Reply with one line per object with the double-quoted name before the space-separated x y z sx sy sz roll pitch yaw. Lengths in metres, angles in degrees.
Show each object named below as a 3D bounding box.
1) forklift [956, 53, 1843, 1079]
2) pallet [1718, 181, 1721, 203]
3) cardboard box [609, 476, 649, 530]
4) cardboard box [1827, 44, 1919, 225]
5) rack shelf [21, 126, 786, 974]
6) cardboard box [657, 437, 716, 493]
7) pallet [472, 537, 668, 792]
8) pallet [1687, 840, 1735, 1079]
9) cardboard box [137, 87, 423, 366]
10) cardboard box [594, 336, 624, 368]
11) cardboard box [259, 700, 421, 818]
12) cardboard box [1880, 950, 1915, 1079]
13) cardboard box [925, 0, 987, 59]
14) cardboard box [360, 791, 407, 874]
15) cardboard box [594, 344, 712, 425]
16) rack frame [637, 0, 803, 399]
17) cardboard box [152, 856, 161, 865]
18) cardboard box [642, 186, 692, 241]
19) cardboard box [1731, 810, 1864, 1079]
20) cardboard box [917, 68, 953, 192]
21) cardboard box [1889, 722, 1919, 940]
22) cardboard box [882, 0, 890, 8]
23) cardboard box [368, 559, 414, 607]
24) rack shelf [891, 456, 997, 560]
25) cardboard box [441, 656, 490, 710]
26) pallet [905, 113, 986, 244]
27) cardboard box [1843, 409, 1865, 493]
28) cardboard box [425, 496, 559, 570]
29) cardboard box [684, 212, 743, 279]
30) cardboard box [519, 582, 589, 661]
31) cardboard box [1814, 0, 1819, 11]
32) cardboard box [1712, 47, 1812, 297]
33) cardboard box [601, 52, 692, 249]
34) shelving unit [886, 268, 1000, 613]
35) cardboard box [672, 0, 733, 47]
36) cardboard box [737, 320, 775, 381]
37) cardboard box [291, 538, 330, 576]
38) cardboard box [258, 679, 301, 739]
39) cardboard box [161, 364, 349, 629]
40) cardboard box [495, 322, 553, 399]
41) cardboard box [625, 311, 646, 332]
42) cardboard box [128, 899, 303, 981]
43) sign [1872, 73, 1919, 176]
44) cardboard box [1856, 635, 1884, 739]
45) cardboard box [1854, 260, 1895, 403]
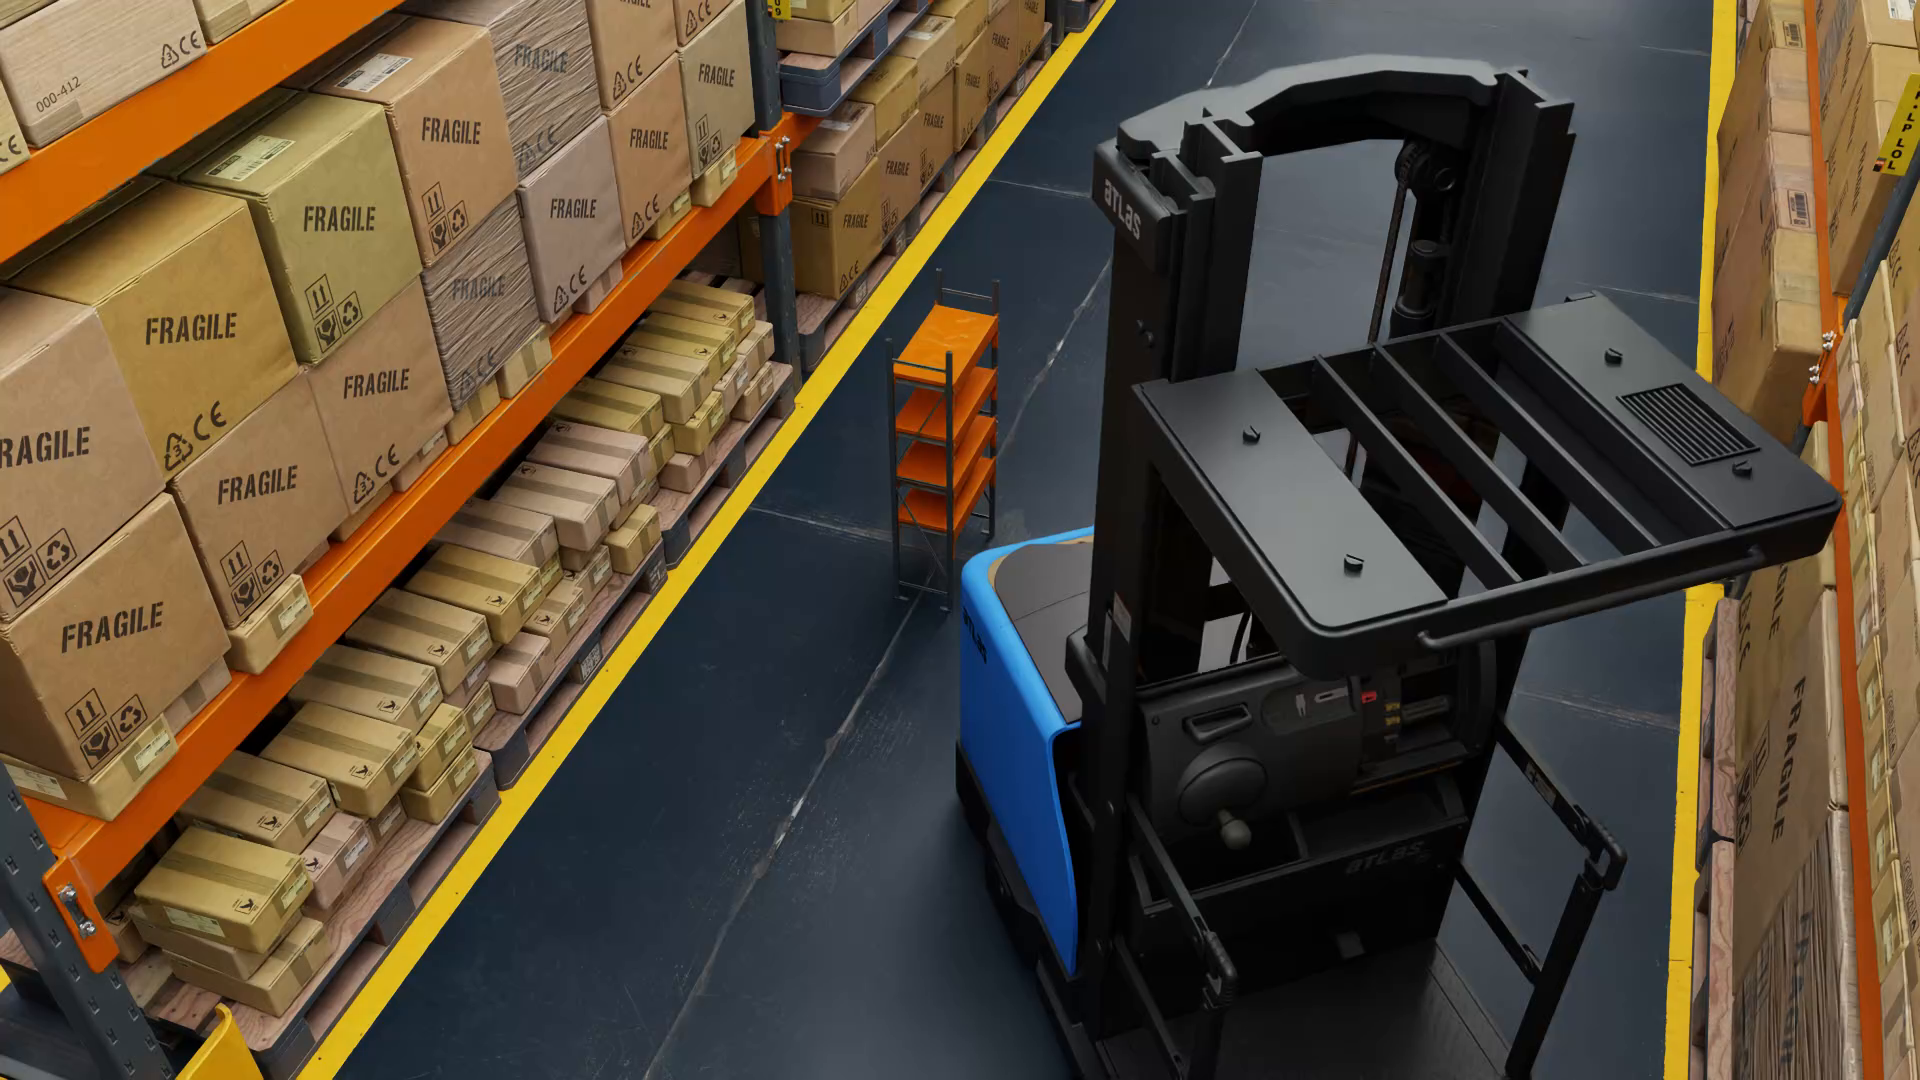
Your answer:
"forklift" 0.947 0.549 3.848 1.130 2.935 3.031 -13 42 -14
"pallet" 4.448 -1.660 8.533 1.003 0.211 1.213 13 42 15
"cardboard box" -1.417 -0.207 6.326 0.380 0.149 0.250 14 43 16
"cardboard box" 3.500 -1.430 6.037 0.500 0.500 0.500 15 43 16
"rack shelf" -1.889 -0.414 5.479 1.077 0.370 4.000 13 42 15
"cardboard box" -1.217 -0.353 6.725 0.380 0.149 0.250 12 42 14
"pallet" -1.817 0.317 6.216 1.003 0.211 1.213 13 42 15
"pallet" 2.672 1.508 4.819 1.003 0.211 1.213 13 42 15
"cardboard box" -1.805 -0.836 4.342 0.500 0.500 0.500 12 42 14
"cardboard box" -1.632 -0.772 6.987 0.380 0.149 0.250 14 42 15
"cardboard box" -1.887 0.666 5.073 0.380 0.149 0.250 13 42 15
"cardboard box" 2.126 1.035 3.419 0.380 0.149 0.250 14 42 16
"cardboard box" -0.176 -2.749 8.686 0.500 0.250 0.500 14 42 16
"cardboard box" -2.002 0.877 5.284 0.380 0.149 0.250 14 42 16
"cardboard box" -1.211 -0.617 6.576 0.380 0.149 0.250 13 42 15
"rack frame" -1.205 -1.908 6.675 1.000 3.000 0.127 13 42 15
"cardboard box" -2.597 0.910 5.245 0.380 0.149 0.250 15 43 16
"cardboard box" -1.216 -1.255 6.104 0.380 0.149 0.250 15 43 17
"cardboard box" 2.508 1.380 4.135 0.875 0.875 0.875 13 42 15
"cardboard box" -0.358 -2.154 8.566 0.500 0.500 0.500 14 42 16
"cardboard box" 2.317 0.664 3.547 0.500 0.250 0.500 12 42 14
"cardboard box" -0.460 -2.432 7.160 0.380 0.149 0.250 14 42 15
"cardboard box" -2.139 0.068 5.774 0.380 0.149 0.250 12 42 14
"rack shelf" -0.057 -0.153 6.415 0.258 0.148 0.480 13 42 15
"cardboard box" -1.815 0.442 5.565 0.380 0.149 0.250 11 42 13
"pallet" -0.525 -2.069 9.012 1.003 0.211 1.213 13 42 15
"cardboard box" 2.828 -0.222 4.893 0.380 0.149 0.250 15 43 16
"cardboard box" -1.647 0.004 5.848 0.380 0.149 0.250 13 42 15
"cardboard box" -1.189 -1.624 7.945 0.500 0.500 0.500 13 42 14
"cardboard box" -1.577 0.262 6.005 0.380 0.149 0.250 13 42 15
"cardboard box" 4.193 -2.672 7.494 0.500 0.500 0.500 12 42 14
"cardboard box" 4.221 -1.578 7.602 1.225 0.875 0.875 13 42 15
"cardboard box" -1.284 -1.385 5.756 0.500 0.500 0.500 12 42 14
"shelving unit" -0.057 -0.355 6.242 0.258 1.200 0.503 13 42 15
"cardboard box" -1.112 -2.093 5.815 0.500 0.500 0.500 12 42 14
"cardboard box" -1.014 -0.834 7.060 0.380 0.149 0.250 14 42 16
"cardboard box" -2.004 -0.003 4.636 0.380 0.149 0.250 15 43 17
"cardboard box" -2.296 0.500 5.497 0.380 0.149 0.250 13 42 15
"cardboard box" -2.001 -0.164 4.325 0.500 0.500 0.500 13 42 15
"cardboard box" -1.550 -0.617 5.355 0.380 0.149 0.250 14 42 16
"cardboard box" -1.518 -1.045 7.079 0.380 0.149 0.250 15 43 17
"cardboard box" -2.153 1.081 4.816 0.380 0.149 0.250 15 43 17
"sign" 2.908 -1.270 5.097 0.100 0.325 0.005 13 42 15
"cardboard box" 2.476 0.408 4.154 0.380 0.149 0.250 12 42 14
"cardboard box" 3.014 -0.573 4.997 0.500 0.250 0.500 13 42 14
